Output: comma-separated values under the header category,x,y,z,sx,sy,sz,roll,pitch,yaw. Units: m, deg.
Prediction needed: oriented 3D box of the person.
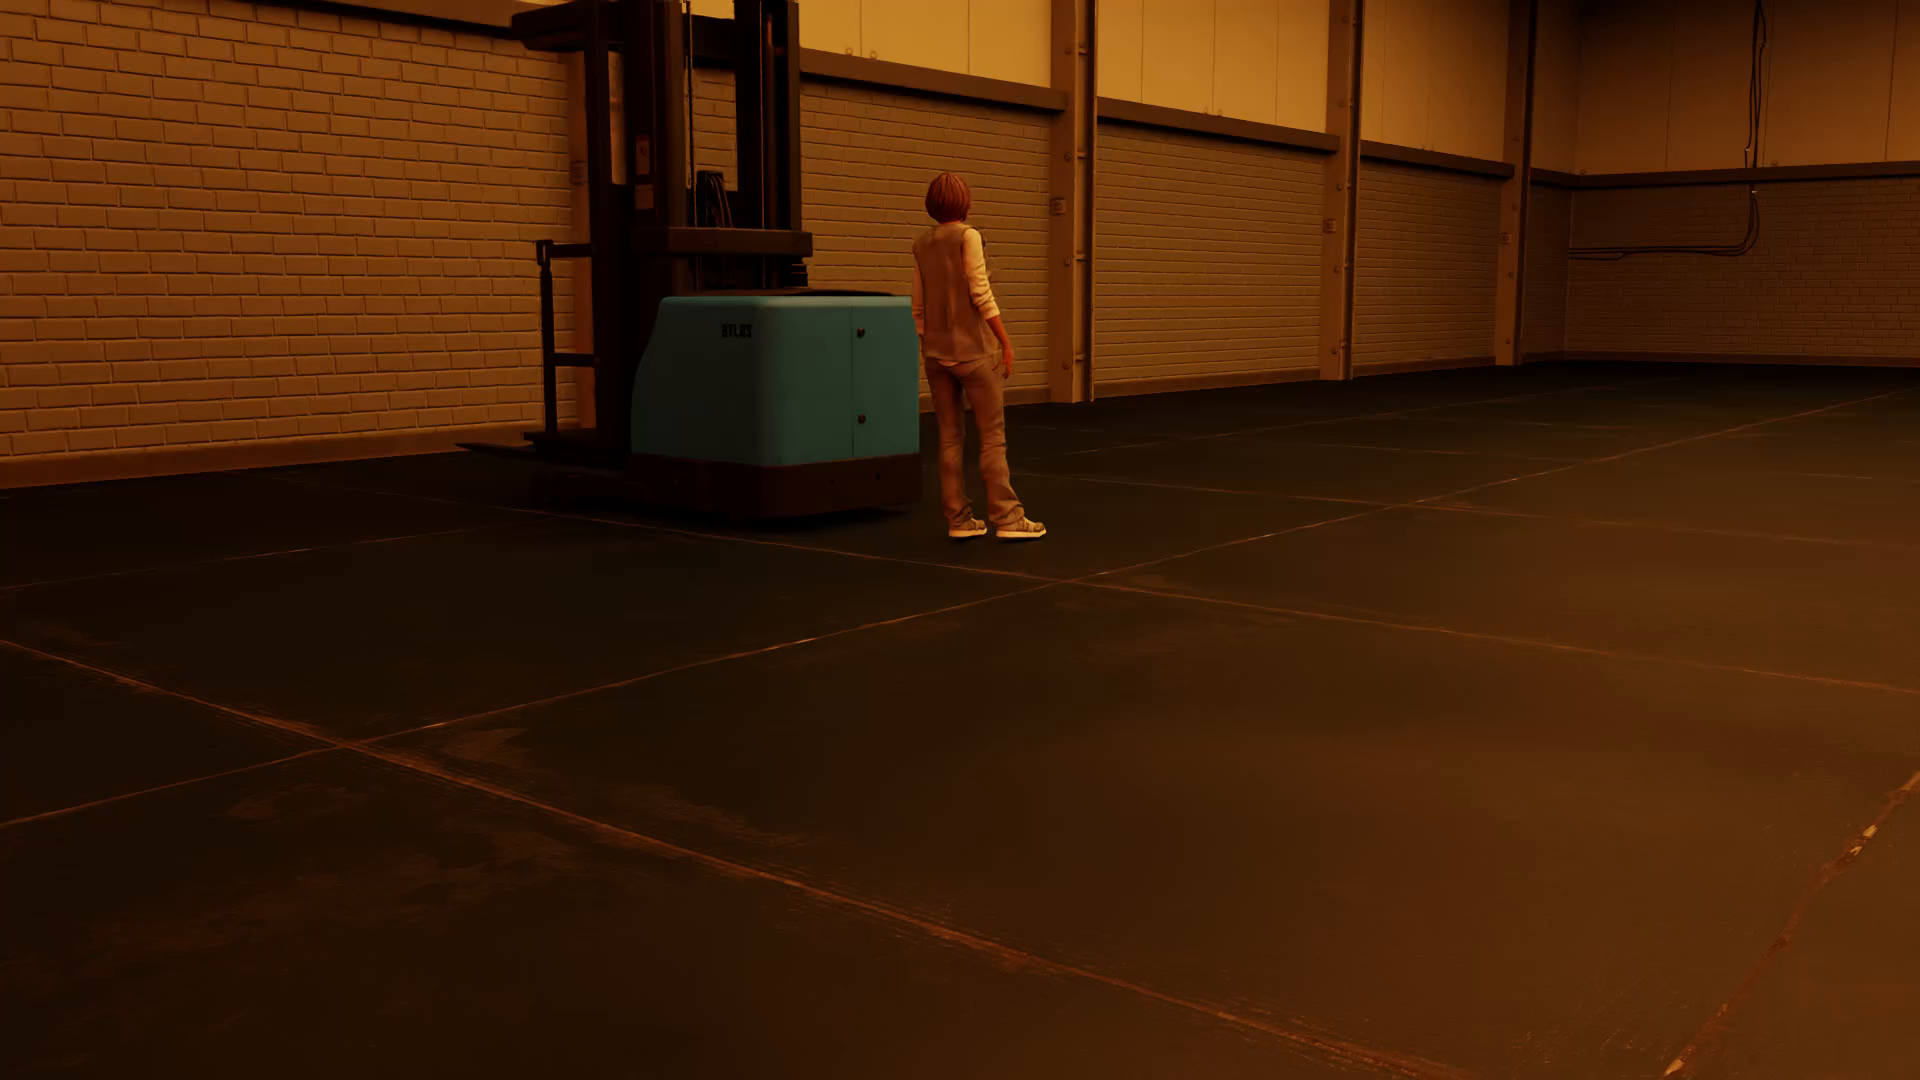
category,x,y,z,sx,sy,sz,roll,pitch,yaw
person,0.063,-0.804,7.344,0.505,1.598,0.482,8,11,42

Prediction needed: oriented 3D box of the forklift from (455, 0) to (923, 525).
category,x,y,z,sx,sy,sz,roll,pitch,yaw
forklift,-1.608,-1.675,8.730,3.031,2.935,1.130,8,11,42
